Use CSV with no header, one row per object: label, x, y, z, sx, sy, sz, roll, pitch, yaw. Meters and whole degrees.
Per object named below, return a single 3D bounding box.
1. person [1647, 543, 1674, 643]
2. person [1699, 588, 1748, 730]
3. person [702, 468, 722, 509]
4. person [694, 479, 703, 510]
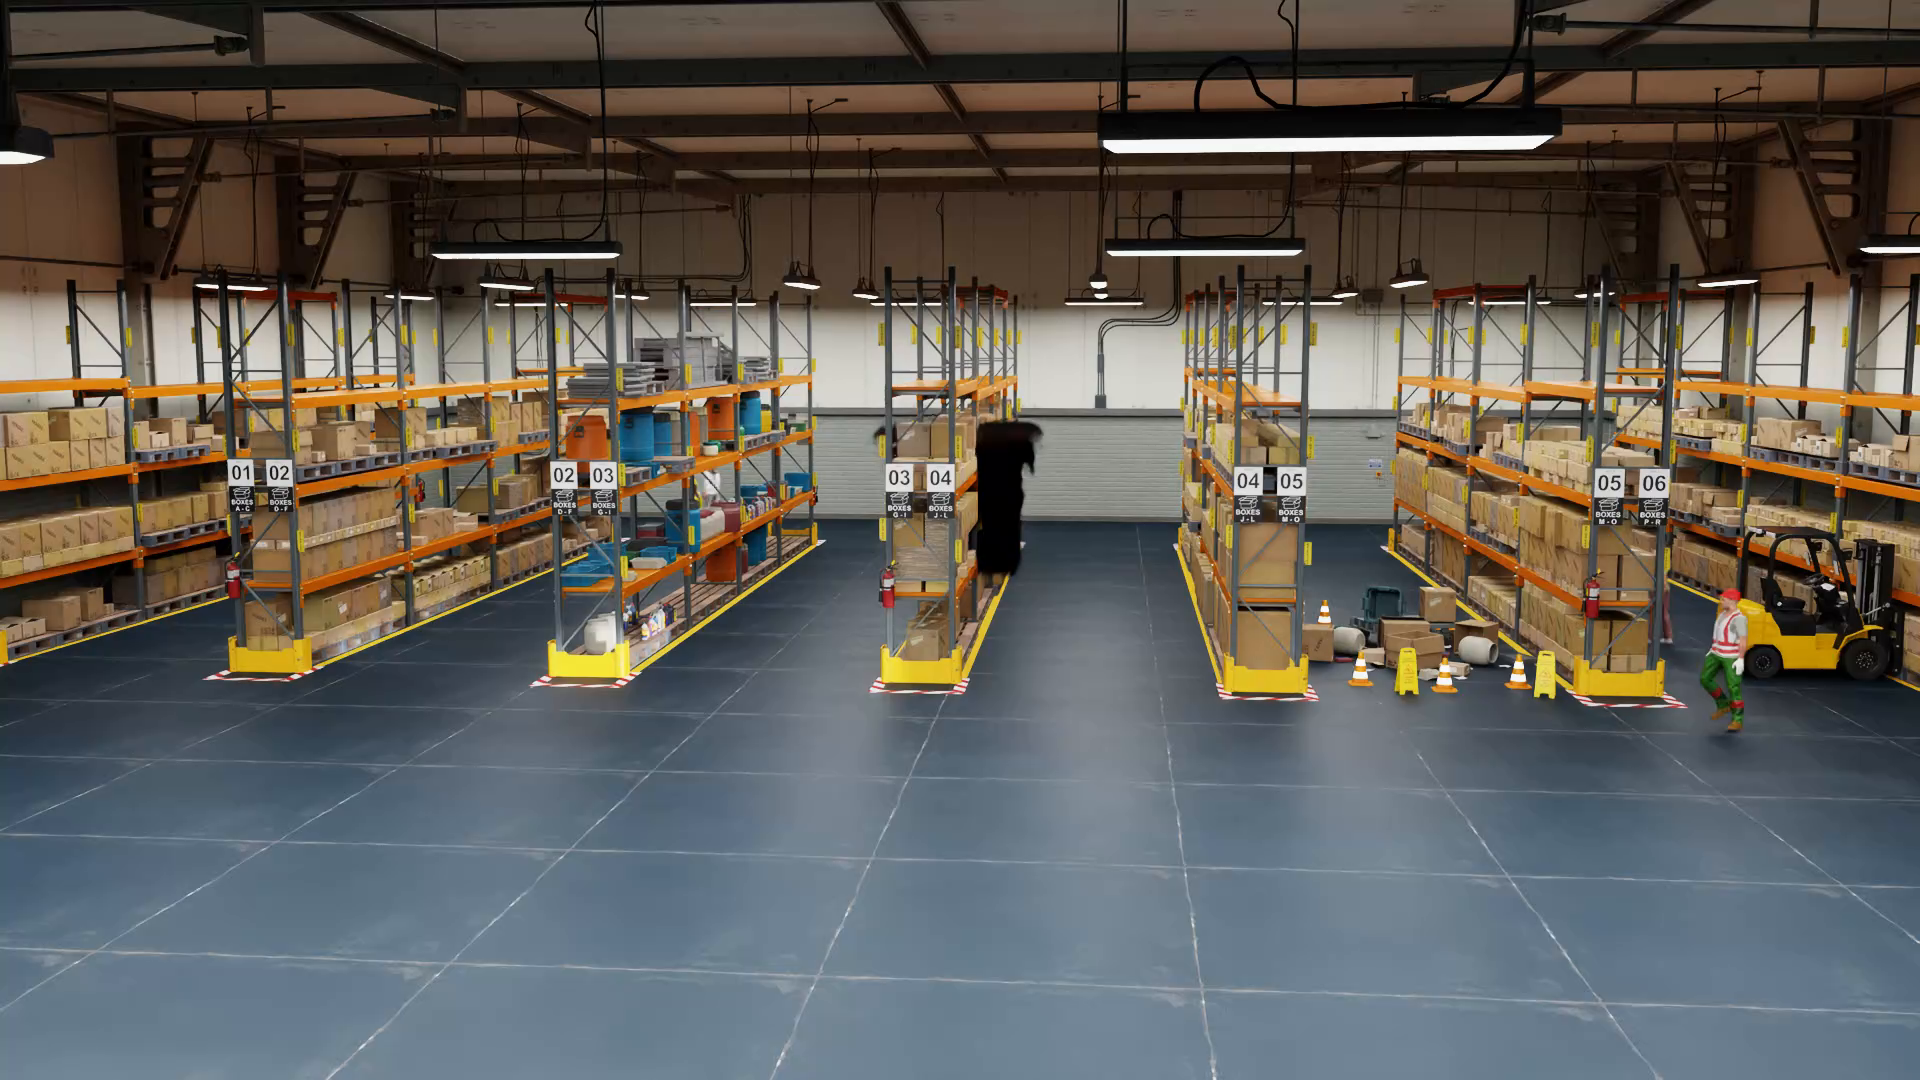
person,11.512,0.869,27.293,0.458,1.671,0.453,-5,9,-38
person,9.897,1.504,21.404,0.432,1.788,0.668,-2,7,-19
person,-6.610,-1.248,44.259,0.700,1.742,0.601,6,9,43
person,-6.079,-0.526,38.327,0.511,1.787,0.596,2,7,19
